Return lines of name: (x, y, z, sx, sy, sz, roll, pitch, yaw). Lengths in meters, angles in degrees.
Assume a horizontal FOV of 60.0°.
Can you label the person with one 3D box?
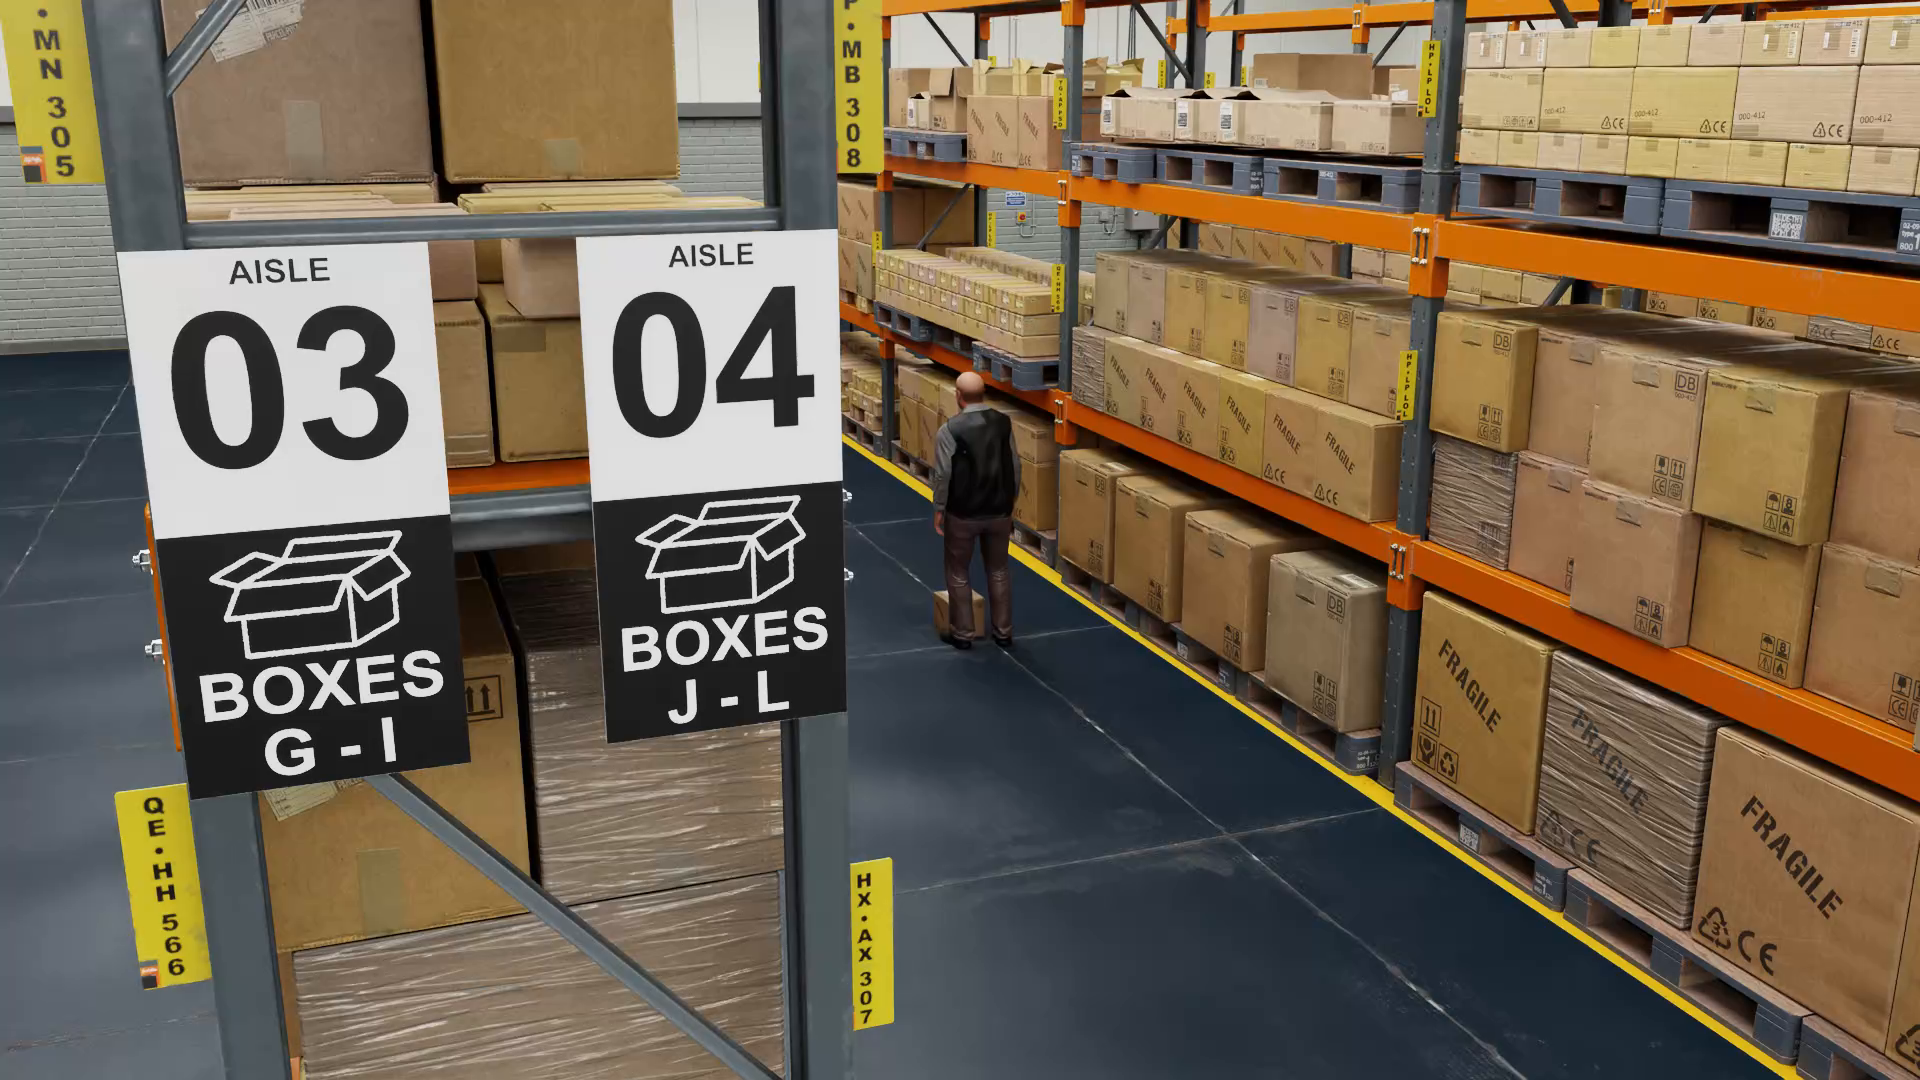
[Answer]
person: (0.094, -0.173, 10.196, 0.575, 1.720, 0.474, -7, 17, -22)
